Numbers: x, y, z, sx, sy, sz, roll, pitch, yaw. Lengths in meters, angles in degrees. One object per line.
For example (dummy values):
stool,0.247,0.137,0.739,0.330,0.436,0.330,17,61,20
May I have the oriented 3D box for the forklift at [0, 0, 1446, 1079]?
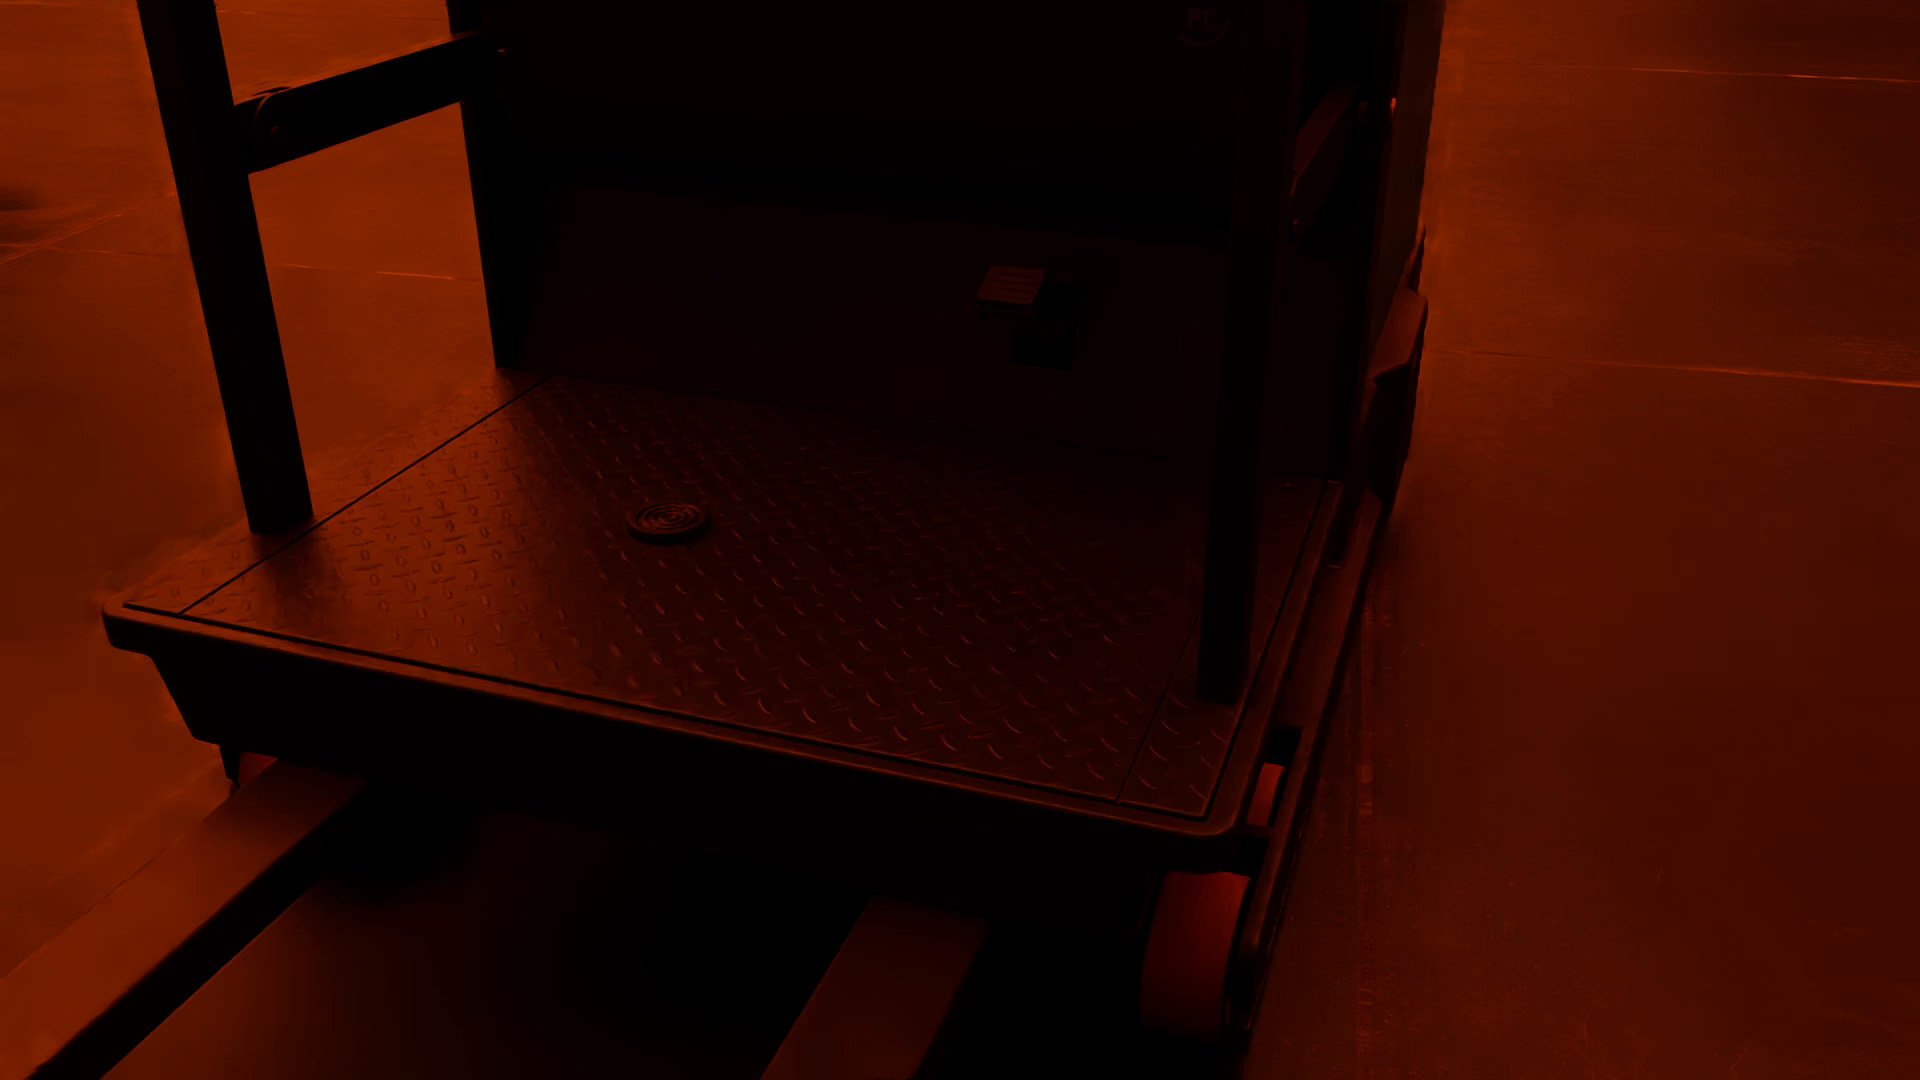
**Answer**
forklift,-0.154,-1.044,1.316,1.130,2.935,3.031,9,28,17
